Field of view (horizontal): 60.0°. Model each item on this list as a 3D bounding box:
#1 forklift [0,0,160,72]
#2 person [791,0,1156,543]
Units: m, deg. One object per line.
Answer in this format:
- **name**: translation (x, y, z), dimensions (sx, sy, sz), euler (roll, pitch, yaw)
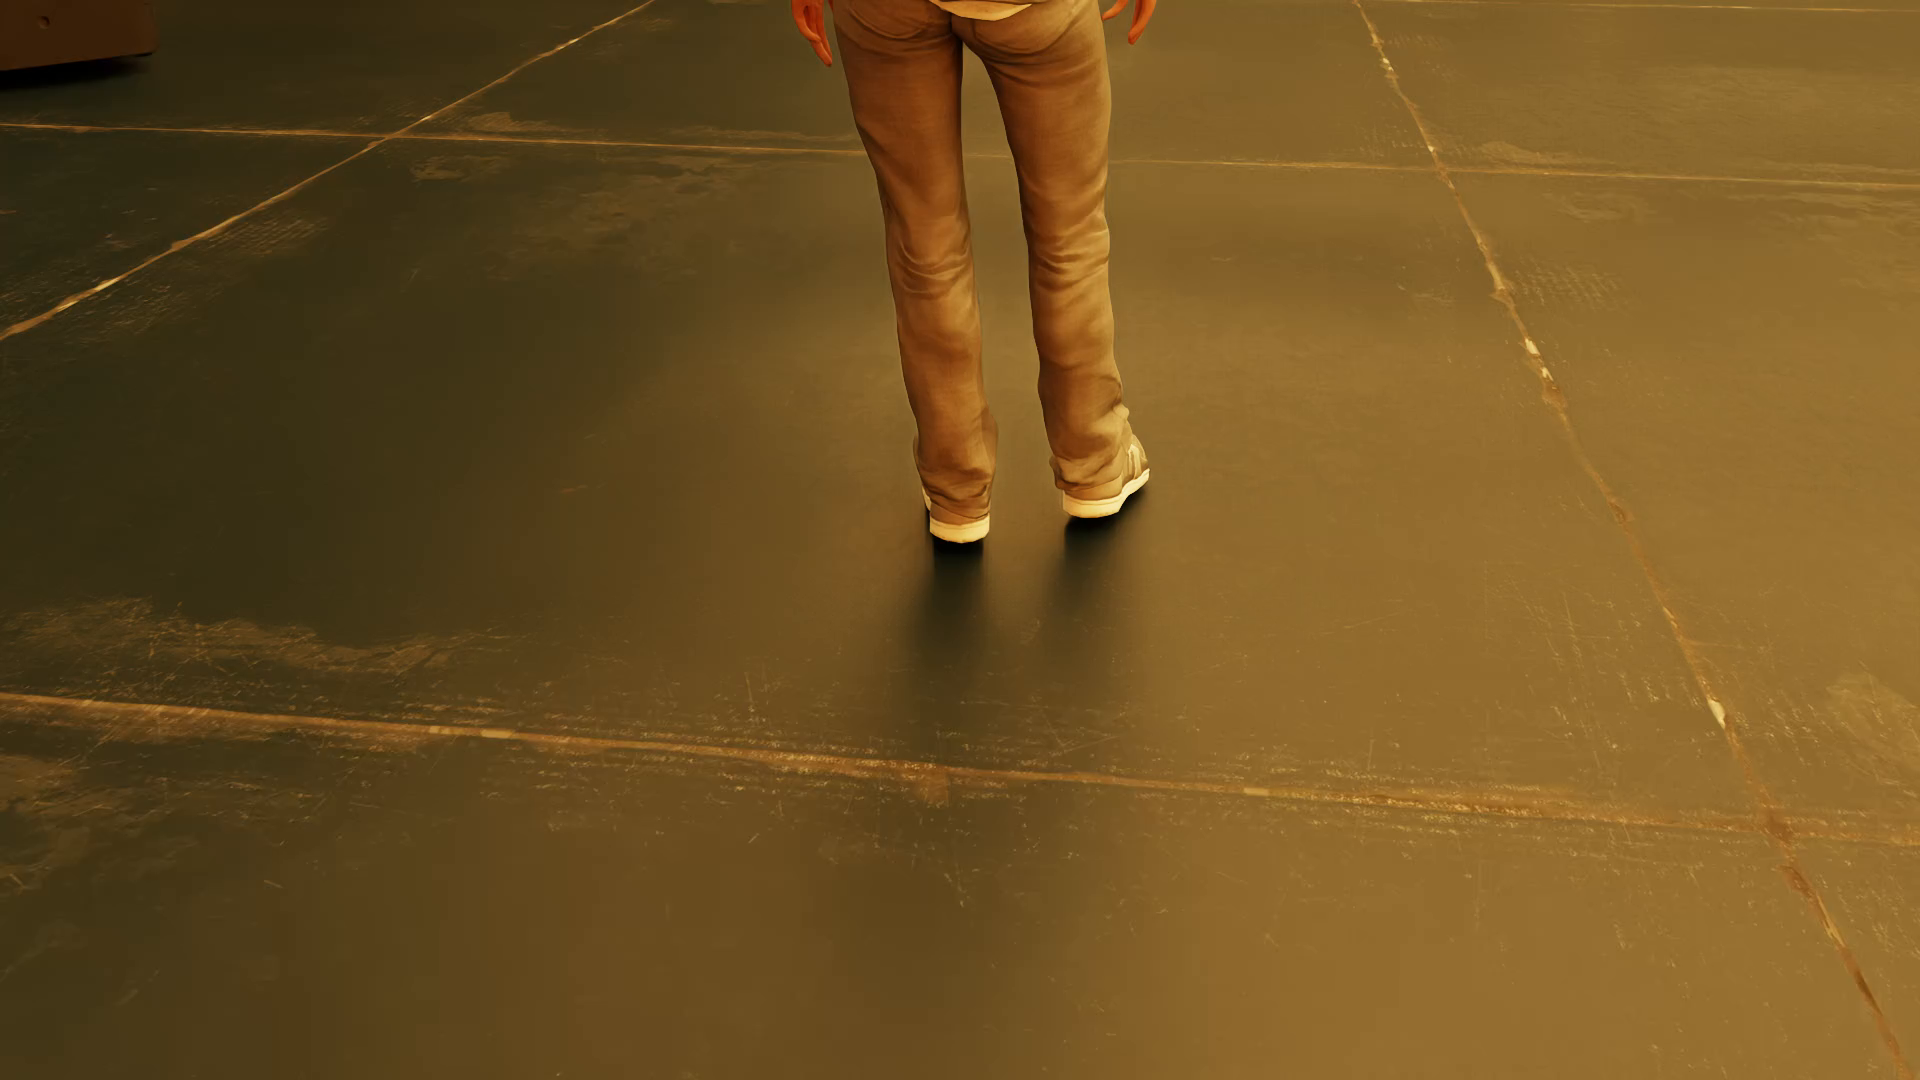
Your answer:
- **forklift**: translation (-4.129, -3.256, 5.744), dimensions (1.130, 2.935, 3.031), euler (-23, 34, -38)
- **person**: translation (0.024, -0.753, 2.204), dimensions (0.520, 1.597, 0.475), euler (3, 27, 7)
